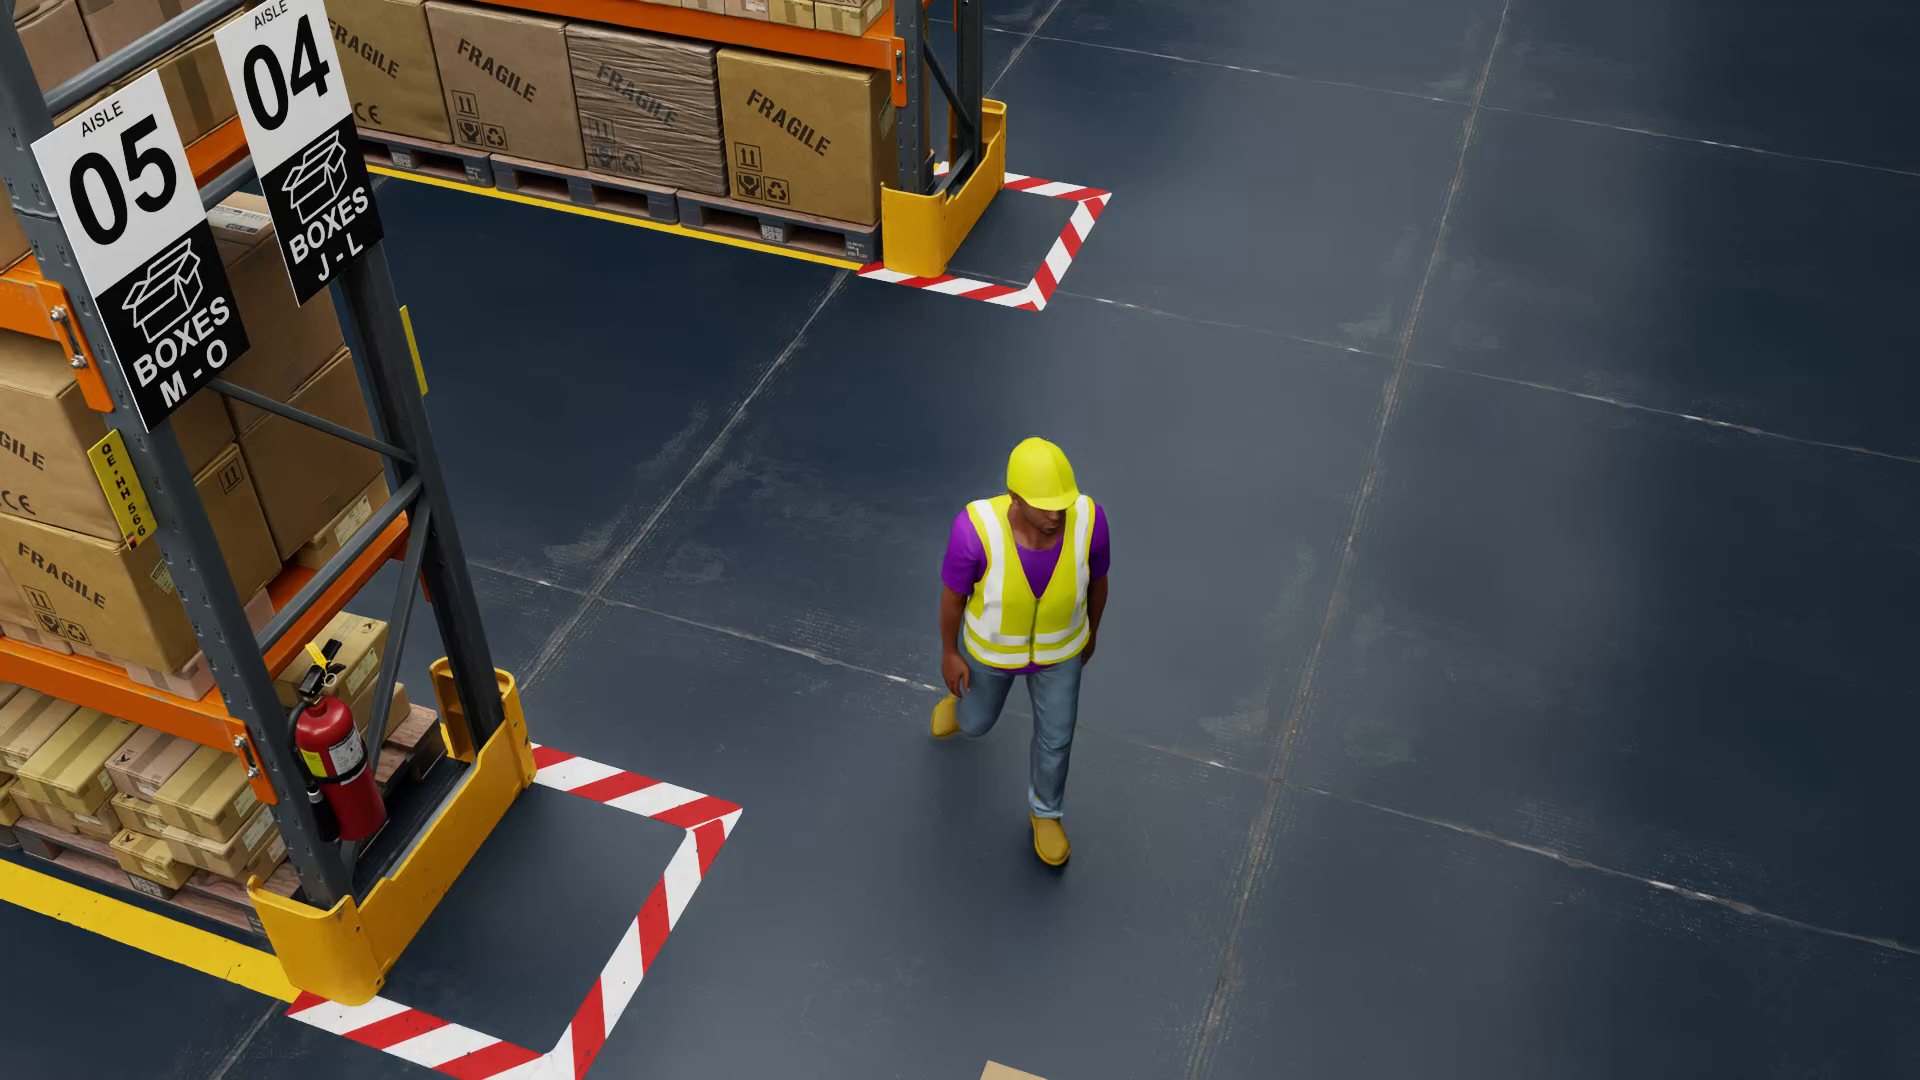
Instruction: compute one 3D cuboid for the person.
[{"bbox_3d":[0.206,0.300,5.780,0.593,1.760,0.804,-4,41,-5],"label":"person"}]
